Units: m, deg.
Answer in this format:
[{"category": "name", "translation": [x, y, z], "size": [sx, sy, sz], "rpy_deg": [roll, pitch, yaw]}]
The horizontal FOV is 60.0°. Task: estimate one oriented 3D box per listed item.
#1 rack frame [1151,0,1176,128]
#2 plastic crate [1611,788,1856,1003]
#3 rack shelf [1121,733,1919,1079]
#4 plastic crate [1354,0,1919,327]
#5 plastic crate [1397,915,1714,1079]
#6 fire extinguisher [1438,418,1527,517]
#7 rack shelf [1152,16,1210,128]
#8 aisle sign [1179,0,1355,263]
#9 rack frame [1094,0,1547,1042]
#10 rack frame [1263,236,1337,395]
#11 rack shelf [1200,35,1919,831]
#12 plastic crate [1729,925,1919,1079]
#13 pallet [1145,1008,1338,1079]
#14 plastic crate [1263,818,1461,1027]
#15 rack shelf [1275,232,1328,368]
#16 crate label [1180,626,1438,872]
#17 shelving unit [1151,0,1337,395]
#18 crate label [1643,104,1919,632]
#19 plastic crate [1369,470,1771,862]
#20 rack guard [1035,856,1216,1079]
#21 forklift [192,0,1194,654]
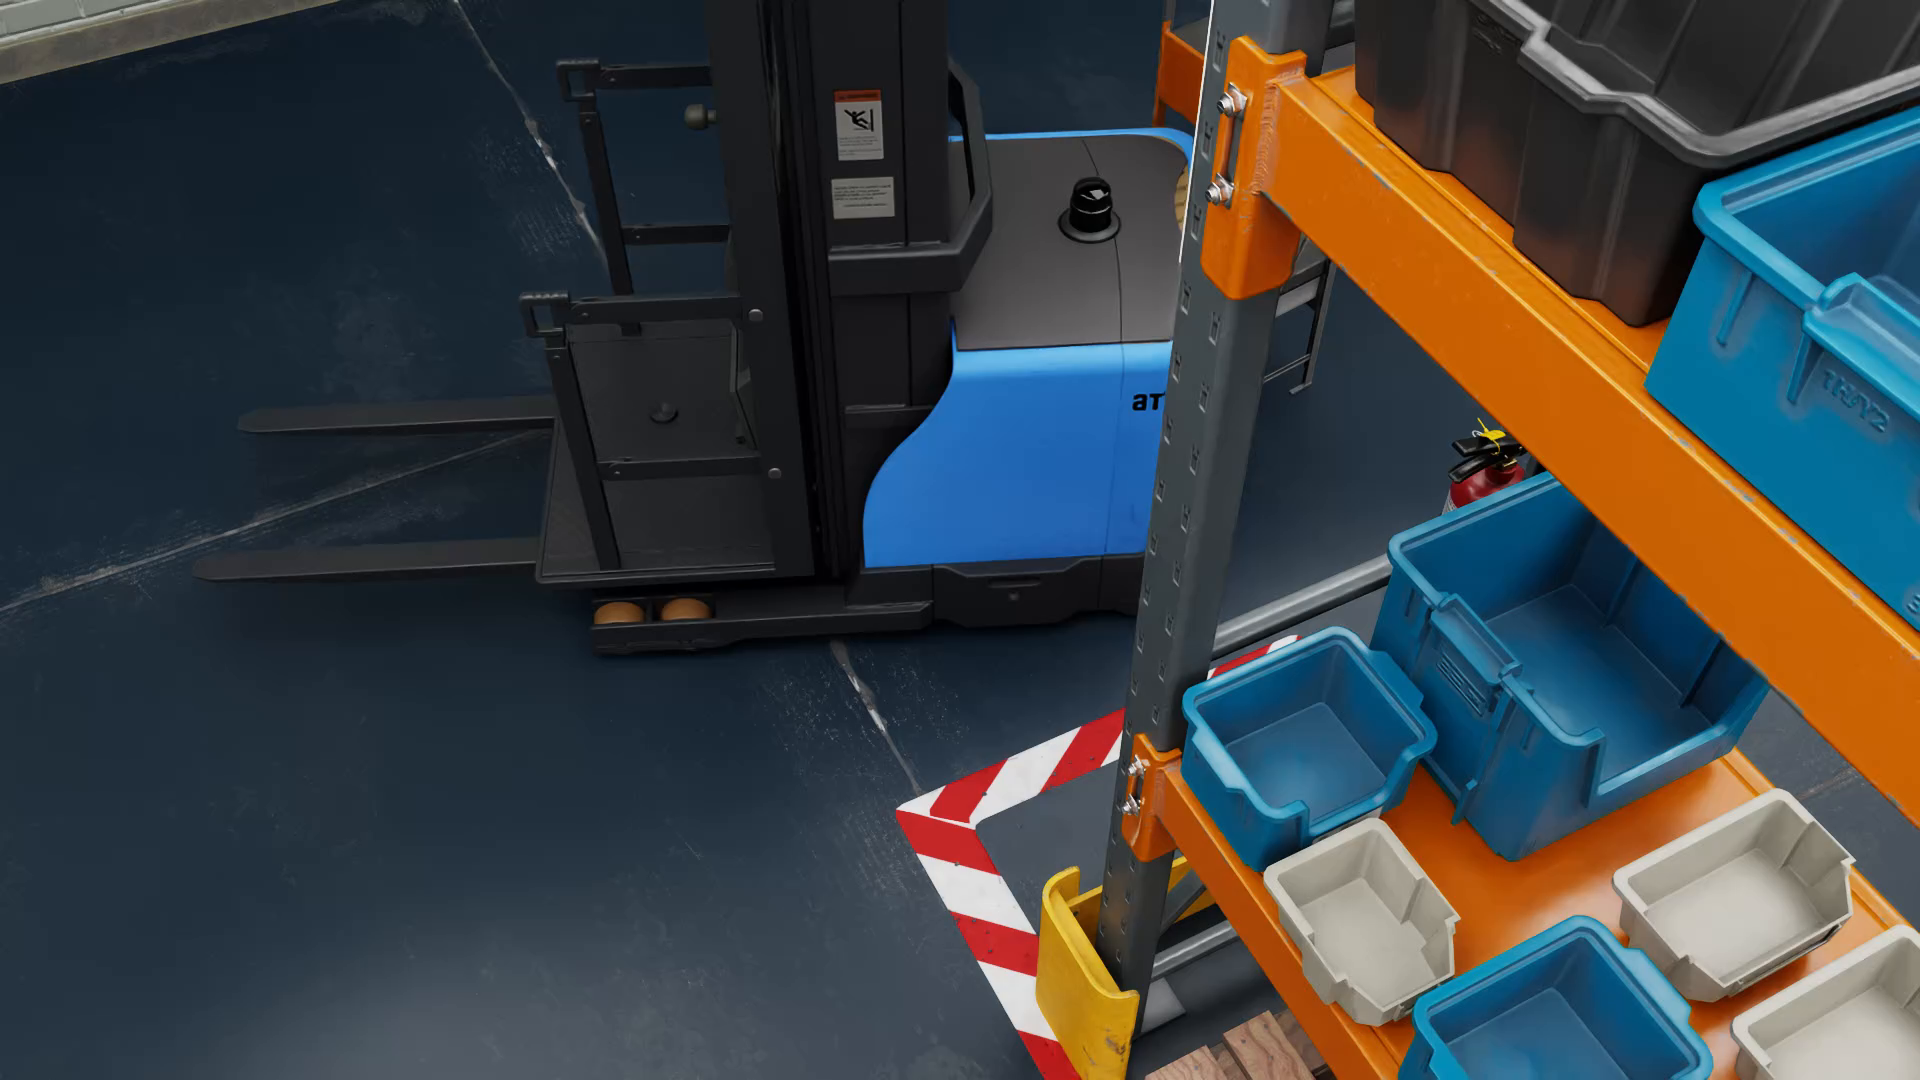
[{"category": "rack frame", "translation": [0.759, -1.443, 5.117], "size": [0.400, 2.100, 0.015], "rpy_deg": [-28, 54, -22]}, {"category": "plastic crate", "translation": [1.324, 0.624, 2.847], "size": [0.396, 0.136, 0.243], "rpy_deg": [-21, 52, -18]}, {"category": "rack shelf", "translation": [1.705, 1.649, 2.293], "size": [1.077, 0.370, 4.000], "rpy_deg": [-21, 52, -18]}, {"category": "plastic crate", "translation": [0.718, -0.518, 1.804], "size": [0.497, 0.269, 0.590], "rpy_deg": [-21, 52, -18]}, {"category": "plastic crate", "translation": [0.911, 0.828, 2.605], "size": [0.416, 0.233, 0.300], "rpy_deg": [-21, 52, -18]}, {"category": "fire extinguisher", "translation": [1.125, -0.036, 3.588], "size": [0.296, 0.674, 0.183], "rpy_deg": [-21, 52, -18]}, {"category": "rack shelf", "translation": [0.898, -1.283, 4.996], "size": [0.431, 0.518, 0.480], "rpy_deg": [-28, 54, -22]}, {"category": "aisle sign", "translation": [0.493, -0.729, 2.167], "size": [0.394, 0.787, 0.004], "rpy_deg": [-21, 52, -18]}, {"category": "rack frame", "translation": [0.790, 0.073, 3.193], "size": [1.000, 3.000, 0.127], "rpy_deg": [-21, 52, -18]}, {"category": "rack frame", "translation": [1.038, -1.142, 4.854], "size": [0.400, 2.100, 0.015], "rpy_deg": [-28, 54, -22]}, {"category": "rack shelf", "translation": [1.705, 0.661, 1.164], "size": [1.077, 0.370, 4.000], "rpy_deg": [-21, 52, -18]}, {"category": "plastic crate", "translation": [1.444, 0.823, 2.673], "size": [0.396, 0.136, 0.243], "rpy_deg": [-21, 52, -18]}, {"category": "pallet", "translation": [1.133, 1.557, 3.748], "size": [1.003, 0.211, 1.213], "rpy_deg": [-21, 52, -18]}, {"category": "plastic crate", "translation": [0.683, 0.662, 2.813], "size": [0.250, 0.136, 0.298], "rpy_deg": [-21, 52, -18]}, {"category": "rack shelf", "translation": [0.898, -0.822, 5.522], "size": [0.431, 0.518, 0.480], "rpy_deg": [-28, 54, -22]}, {"category": "crate label", "translation": [0.610, 0.387, 2.990], "size": [0.416, 0.233, 0.303], "rpy_deg": [-21, 52, -18]}, {"category": "shelving unit", "translation": [0.898, -1.292, 4.985], "size": [0.431, 2.100, 0.503], "rpy_deg": [-28, 54, -22]}, {"category": "crate label", "translation": [0.925, -0.137, 1.483], "size": [0.408, 0.251, 0.502], "rpy_deg": [-21, 52, -18]}, {"category": "plastic crate", "translation": [1.109, 0.202, 3.018], "size": [0.616, 0.435, 0.499], "rpy_deg": [-21, 52, -18]}, {"category": "rack guard", "translation": [0.767, 0.885, 4.144], "size": [1.175, 0.500, 0.348], "rpy_deg": [-21, 52, -18]}, {"category": "forklift", "translation": [-0.759, -1.041, 4.213], "size": [3.031, 2.935, 1.130], "rpy_deg": [-3, 49, -3]}]
